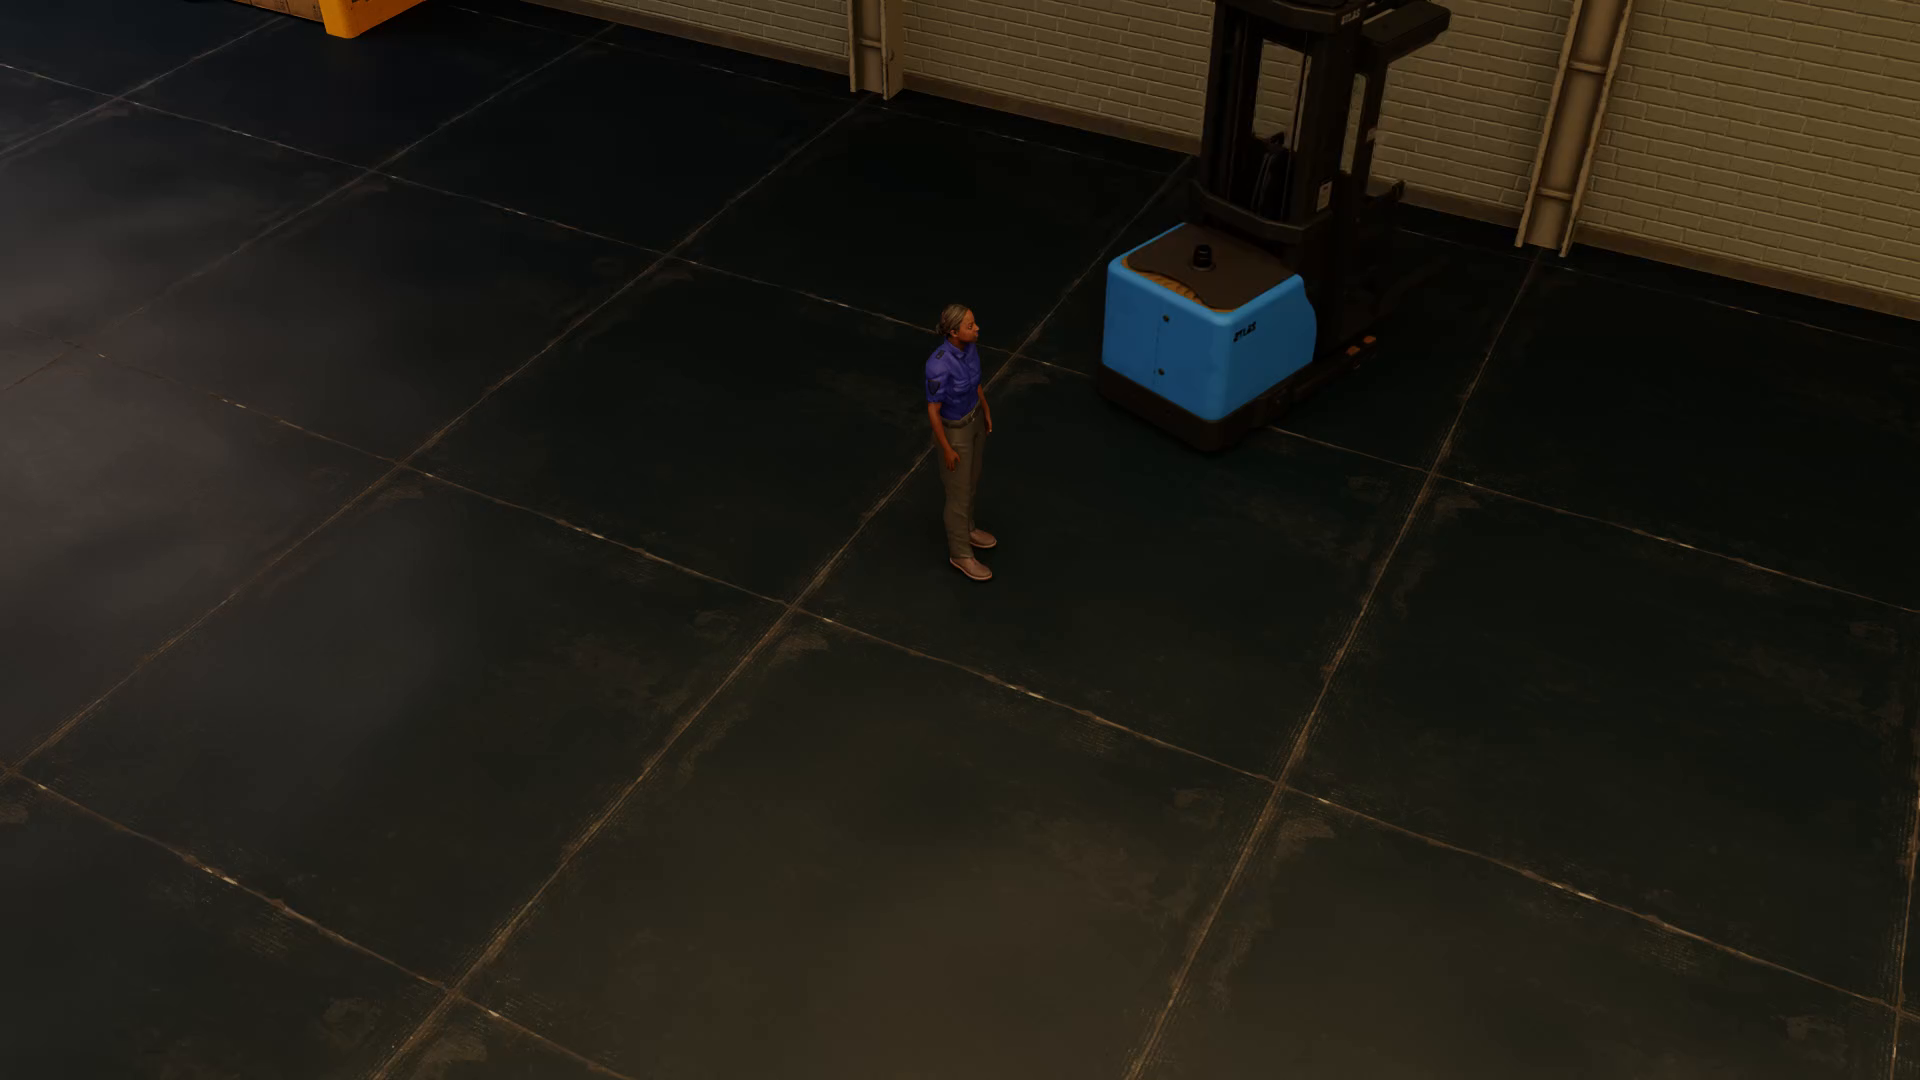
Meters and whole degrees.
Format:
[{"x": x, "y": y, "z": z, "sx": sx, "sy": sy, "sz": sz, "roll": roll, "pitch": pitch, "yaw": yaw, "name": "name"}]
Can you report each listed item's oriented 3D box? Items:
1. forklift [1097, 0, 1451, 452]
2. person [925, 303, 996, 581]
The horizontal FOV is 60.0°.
[{"x": 2.348, "y": -2.532, "z": 10.992, "sx": 3.031, "sy": 2.935, "sz": 1.130, "roll": -32, "pitch": 50, "yaw": -32, "name": "forklift"}, {"x": 0.069, "y": -0.601, "z": 9.680, "sx": 0.504, "sy": 1.654, "sz": 0.570, "roll": 18, "pitch": 43, "yaw": 21, "name": "person"}]
